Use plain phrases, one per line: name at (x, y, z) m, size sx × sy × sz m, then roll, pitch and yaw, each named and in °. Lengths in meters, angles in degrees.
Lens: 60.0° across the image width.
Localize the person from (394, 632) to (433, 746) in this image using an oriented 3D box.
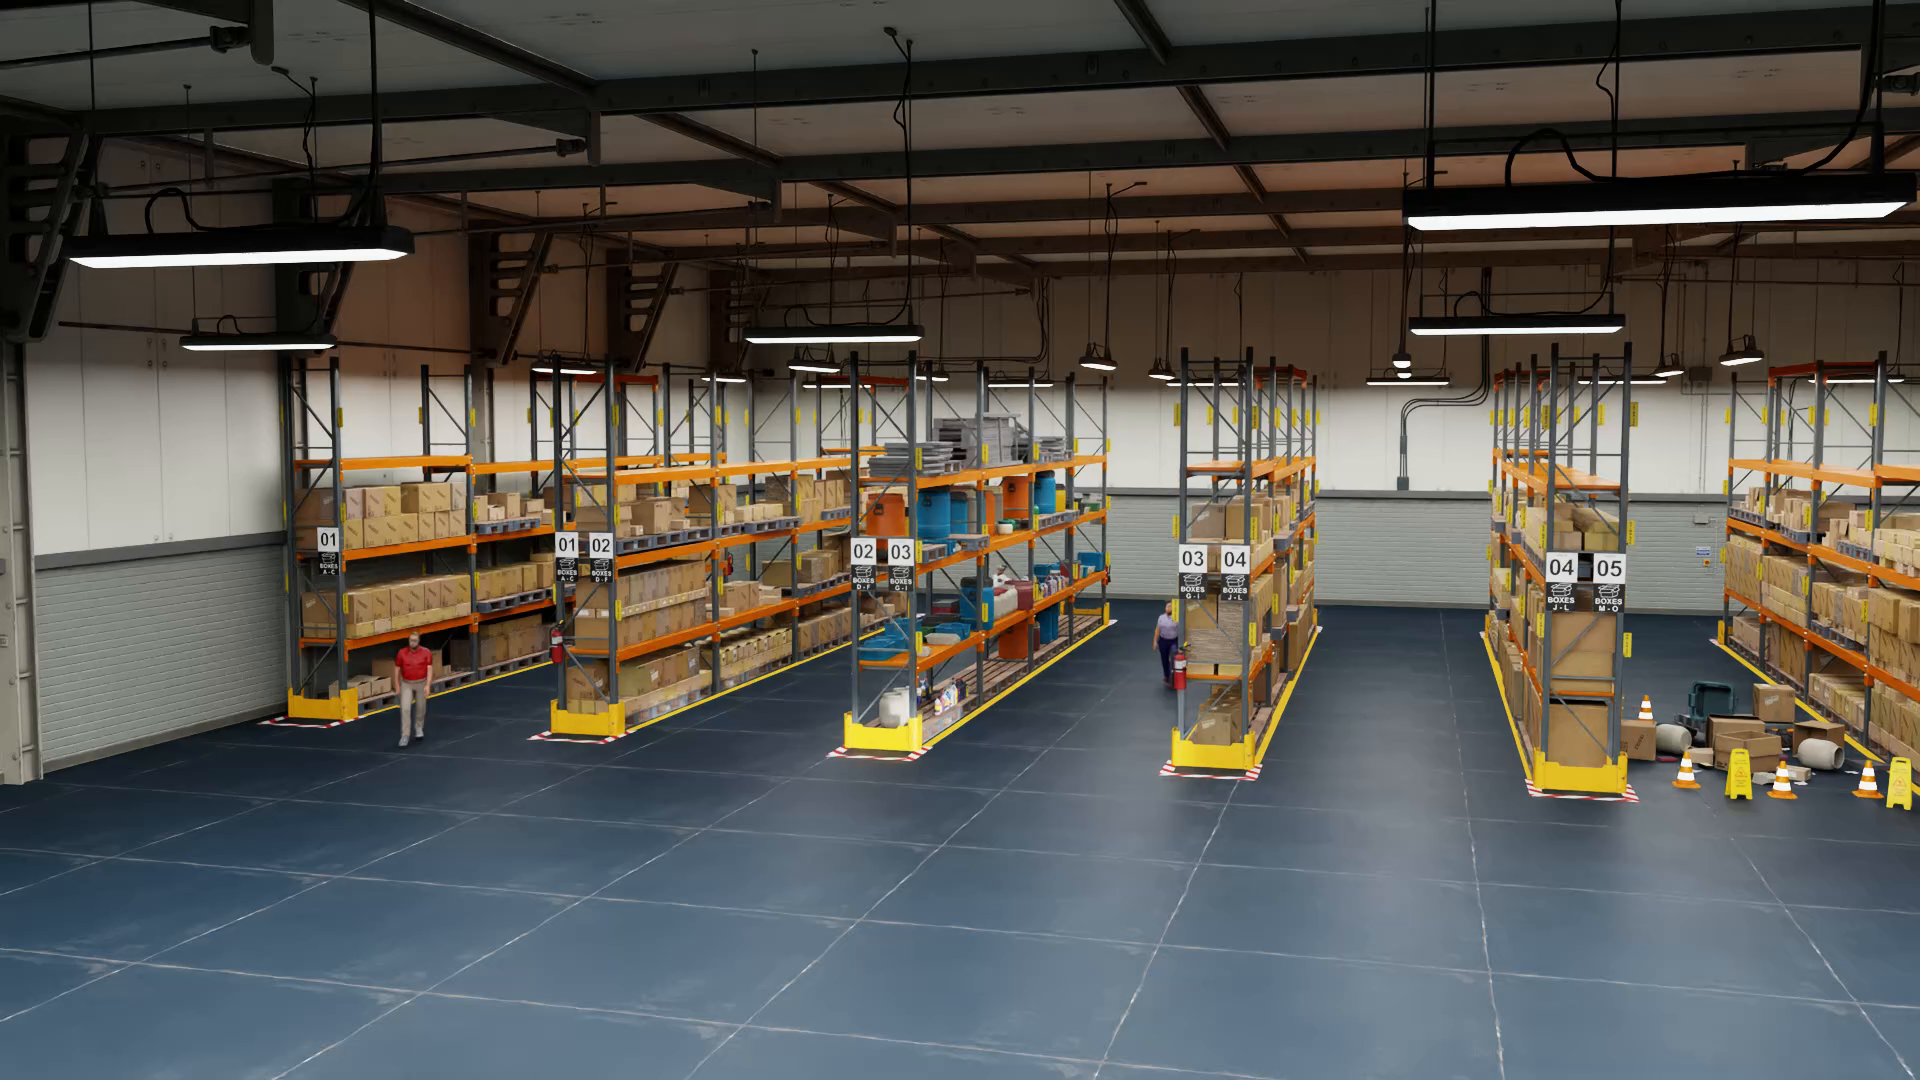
person at (-8.422, 2.256, 25.638) m, size 0.571 × 1.681 × 0.938 m, roll -2°, pitch 5°, yaw -24°

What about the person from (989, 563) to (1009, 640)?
person at (0.876, 1.369, 37.515) m, size 0.695 × 1.735 × 0.544 m, roll -3°, pitch 5°, yaw -35°

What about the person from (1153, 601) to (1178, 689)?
person at (3.886, 1.937, 30.891) m, size 0.566 × 1.570 × 1.053 m, roll 1°, pitch 4°, yaw 14°
